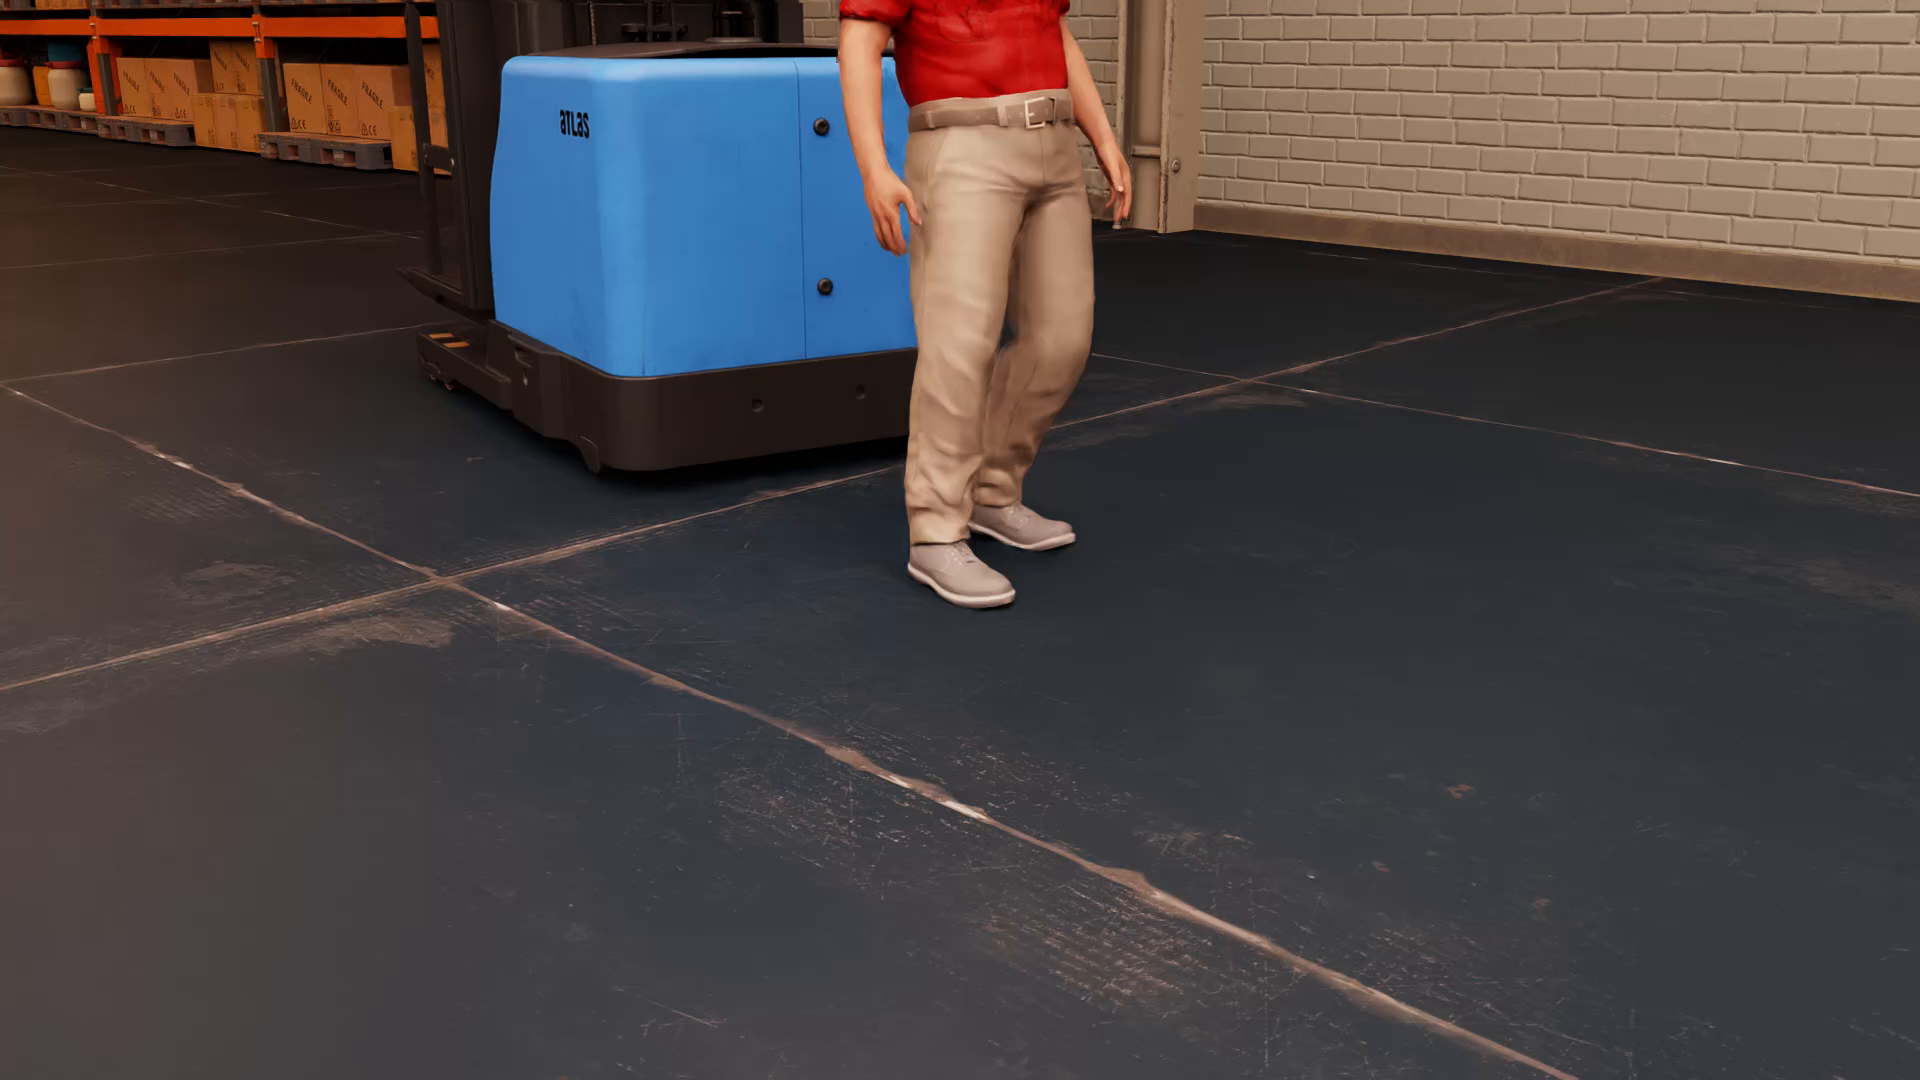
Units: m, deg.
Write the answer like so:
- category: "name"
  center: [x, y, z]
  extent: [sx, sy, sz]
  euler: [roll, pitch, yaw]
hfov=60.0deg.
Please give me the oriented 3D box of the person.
- category: "person"
  center: [0.106, -0.769, 3.540]
  extent: [0.687, 1.711, 0.566]
  euler: [-14, 22, -39]

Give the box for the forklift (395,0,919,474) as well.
- category: "forklift"
  center: [-1.190, -1.954, 5.258]
  extent: [1.130, 2.935, 3.031]
  euler: [-10, 20, -30]
